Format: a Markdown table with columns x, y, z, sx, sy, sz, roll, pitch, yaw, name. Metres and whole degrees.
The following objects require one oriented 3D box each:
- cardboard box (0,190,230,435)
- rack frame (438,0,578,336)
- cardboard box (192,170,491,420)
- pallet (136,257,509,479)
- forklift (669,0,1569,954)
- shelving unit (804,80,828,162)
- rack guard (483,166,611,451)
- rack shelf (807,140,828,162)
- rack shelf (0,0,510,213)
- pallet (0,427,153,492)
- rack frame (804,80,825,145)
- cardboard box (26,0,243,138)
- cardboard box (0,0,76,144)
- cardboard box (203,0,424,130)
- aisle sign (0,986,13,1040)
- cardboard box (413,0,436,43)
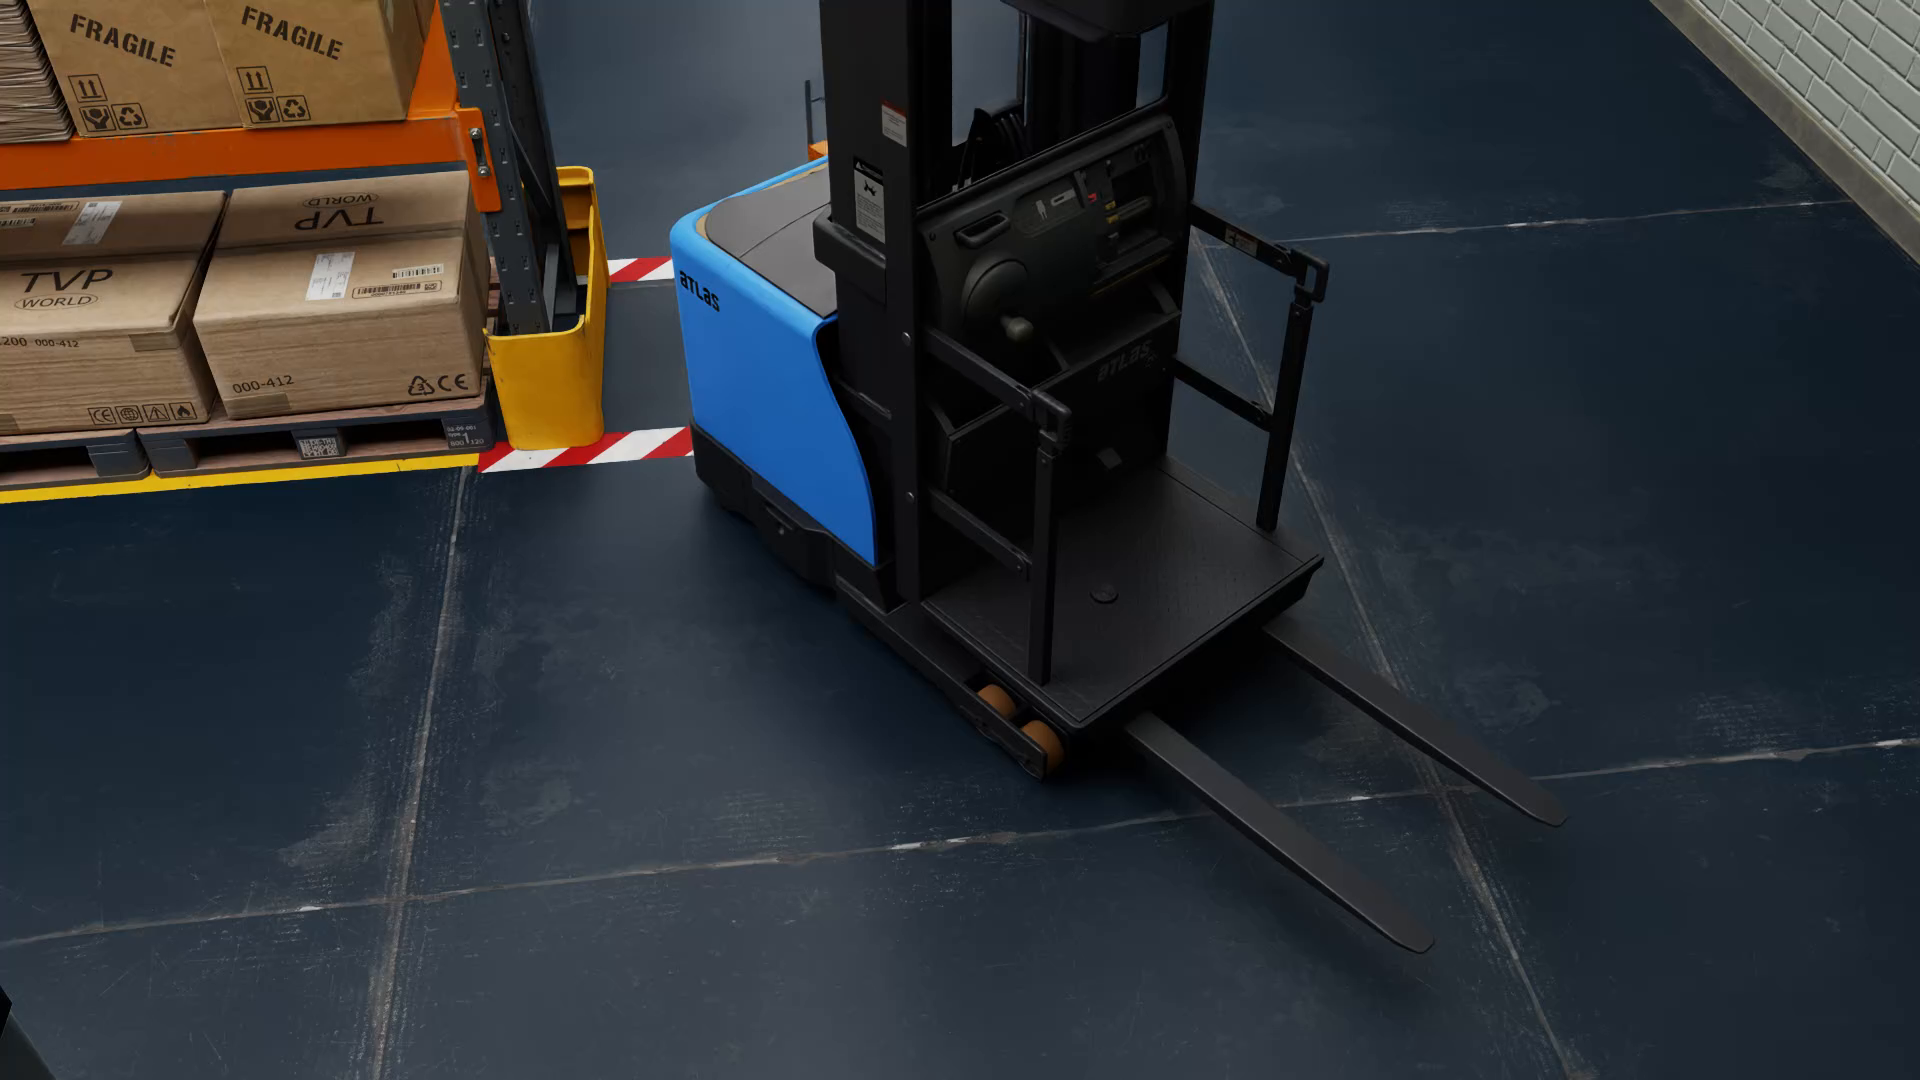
| x | y | z | sx | sy | sz | roll | pitch | yaw | name |
| --- | --- | --- | --- | --- | --- | --- | --- | --- | --- |
| -3.132 | -0.831 | 6.014 | 0.875 | 0.438 | 0.875 | -4 | 42 | -4 | cardboard box |
| -1.584 | -1.836 | 5.528 | 0.127 | 3.000 | 1.000 | -5 | 42 | -6 | rack frame |
| -2.226 | -0.917 | 6.108 | 0.875 | 0.438 | 0.875 | -6 | 42 | -7 | cardboard box |
| -2.367 | -0.679 | 6.327 | 1.213 | 0.211 | 1.003 | -5 | 42 | -6 | pallet |
| 0.417 | -0.774 | 4.402 | 1.130 | 2.935 | 3.031 | -31 | 50 | -30 | forklift |
| -0.383 | -1.114 | 6.068 | 0.258 | 1.200 | 0.189 | -28 | 49 | -29 | shelving unit |
| -1.561 | -0.910 | 6.367 | 0.348 | 0.500 | 1.175 | -5 | 42 | -6 | rack guard |
| -0.381 | -1.351 | 5.859 | 0.258 | 0.103 | 0.180 | -28 | 49 | -29 | rack shelf |
| -3.567 | -1.395 | 5.576 | 4.000 | 0.370 | 1.077 | -5 | 42 | -6 | rack shelf |
| -3.574 | -0.575 | 6.212 | 1.213 | 0.211 | 1.003 | -5 | 42 | -6 | pallet |
| -0.441 | -1.161 | 6.121 | 0.240 | 1.200 | 0.006 | -28 | 49 | -29 | rack frame |
| -2.528 | -1.622 | 5.216 | 0.500 | 0.500 | 0.500 | -6 | 42 | -6 | cardboard box |
| -3.037 | -1.570 | 5.159 | 0.500 | 0.500 | 0.500 | -4 | 42 | -4 | cardboard box |
| -2.028 | -1.655 | 5.253 | 0.500 | 0.500 | 0.500 | -5 | 42 | -5 | cardboard box |
| -0.908 | 0.294 | 1.225 | 0.004 | 0.787 | 0.394 | -5 | 42 | -6 | aisle sign |
| -2.098 | -2.022 | 5.659 | 0.500 | 0.500 | 0.500 | -5 | 42 | -6 | cardboard box |
